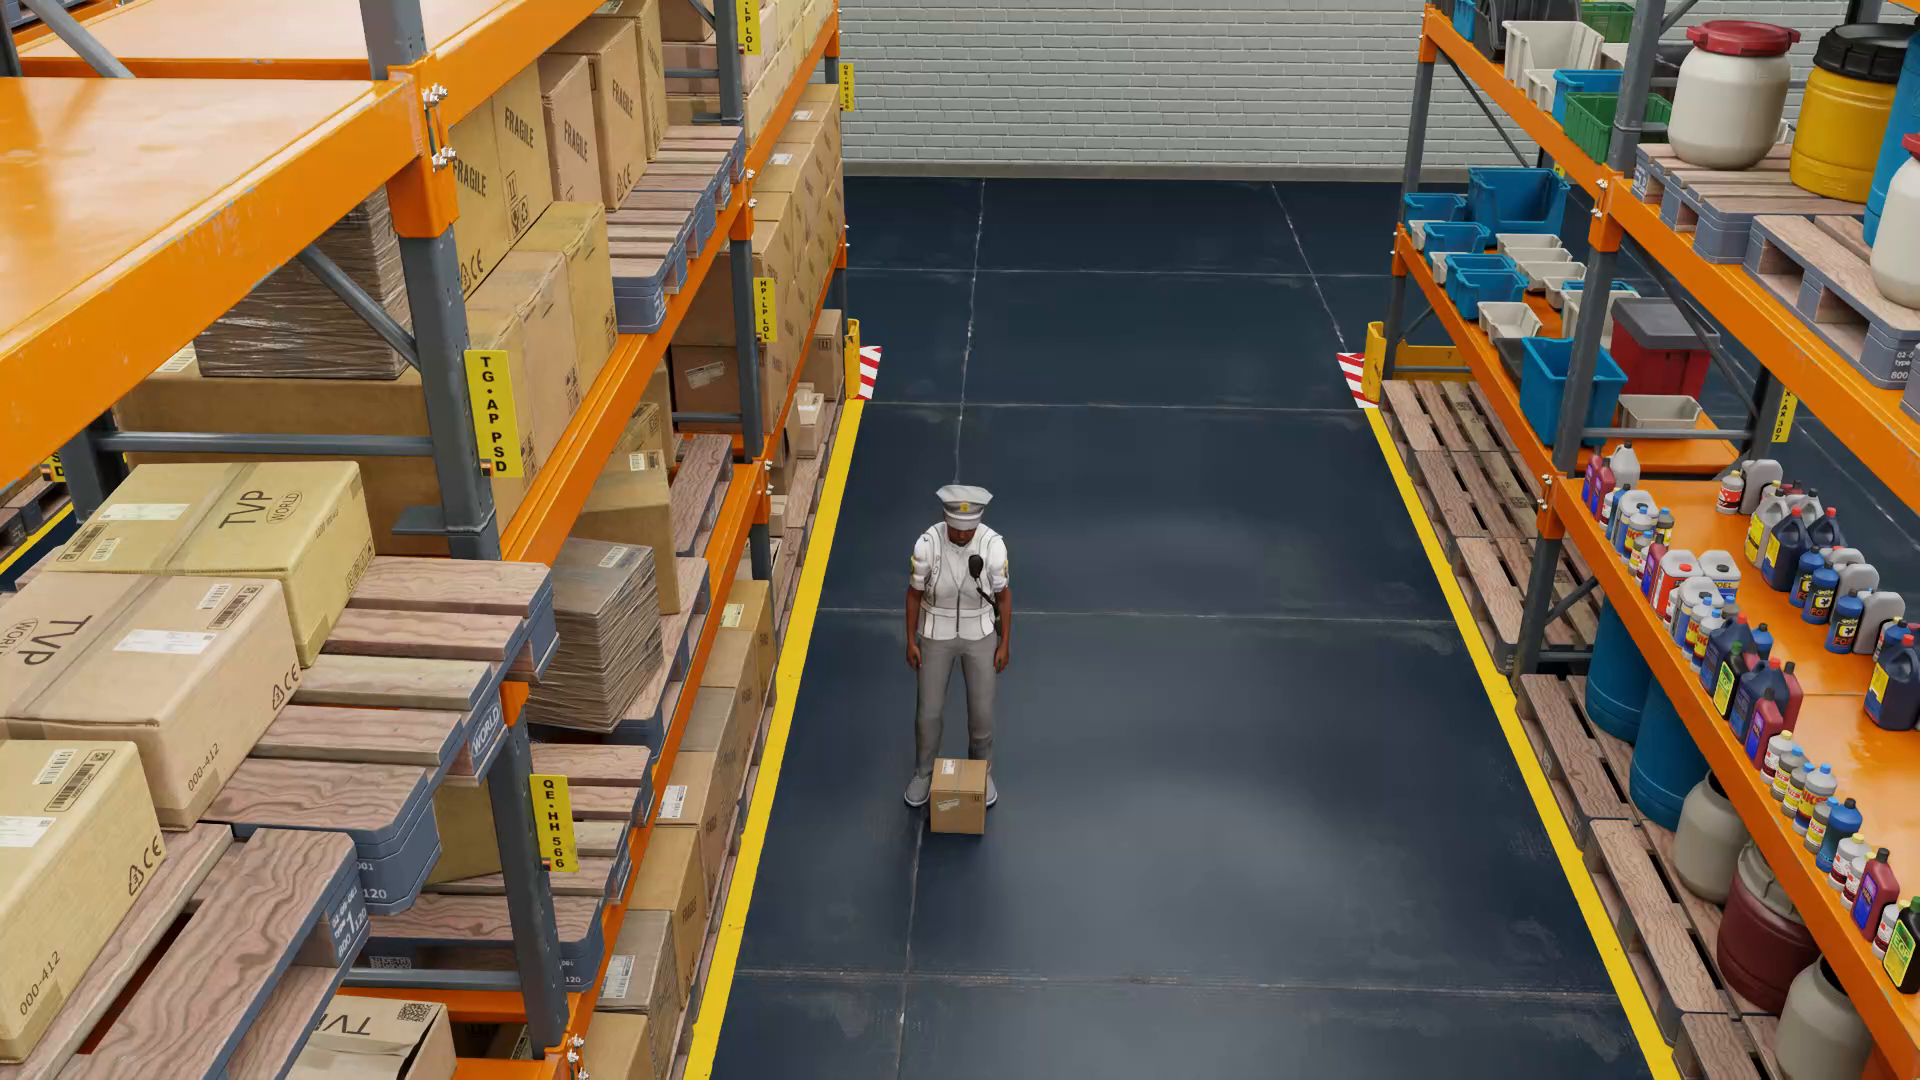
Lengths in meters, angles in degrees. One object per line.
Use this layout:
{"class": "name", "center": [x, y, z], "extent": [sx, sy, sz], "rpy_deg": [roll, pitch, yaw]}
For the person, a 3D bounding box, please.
{"class": "person", "center": [-0.014, 0.477, 7.732], "extent": [0.504, 1.657, 0.394], "rpy_deg": [1, 28, 1]}
